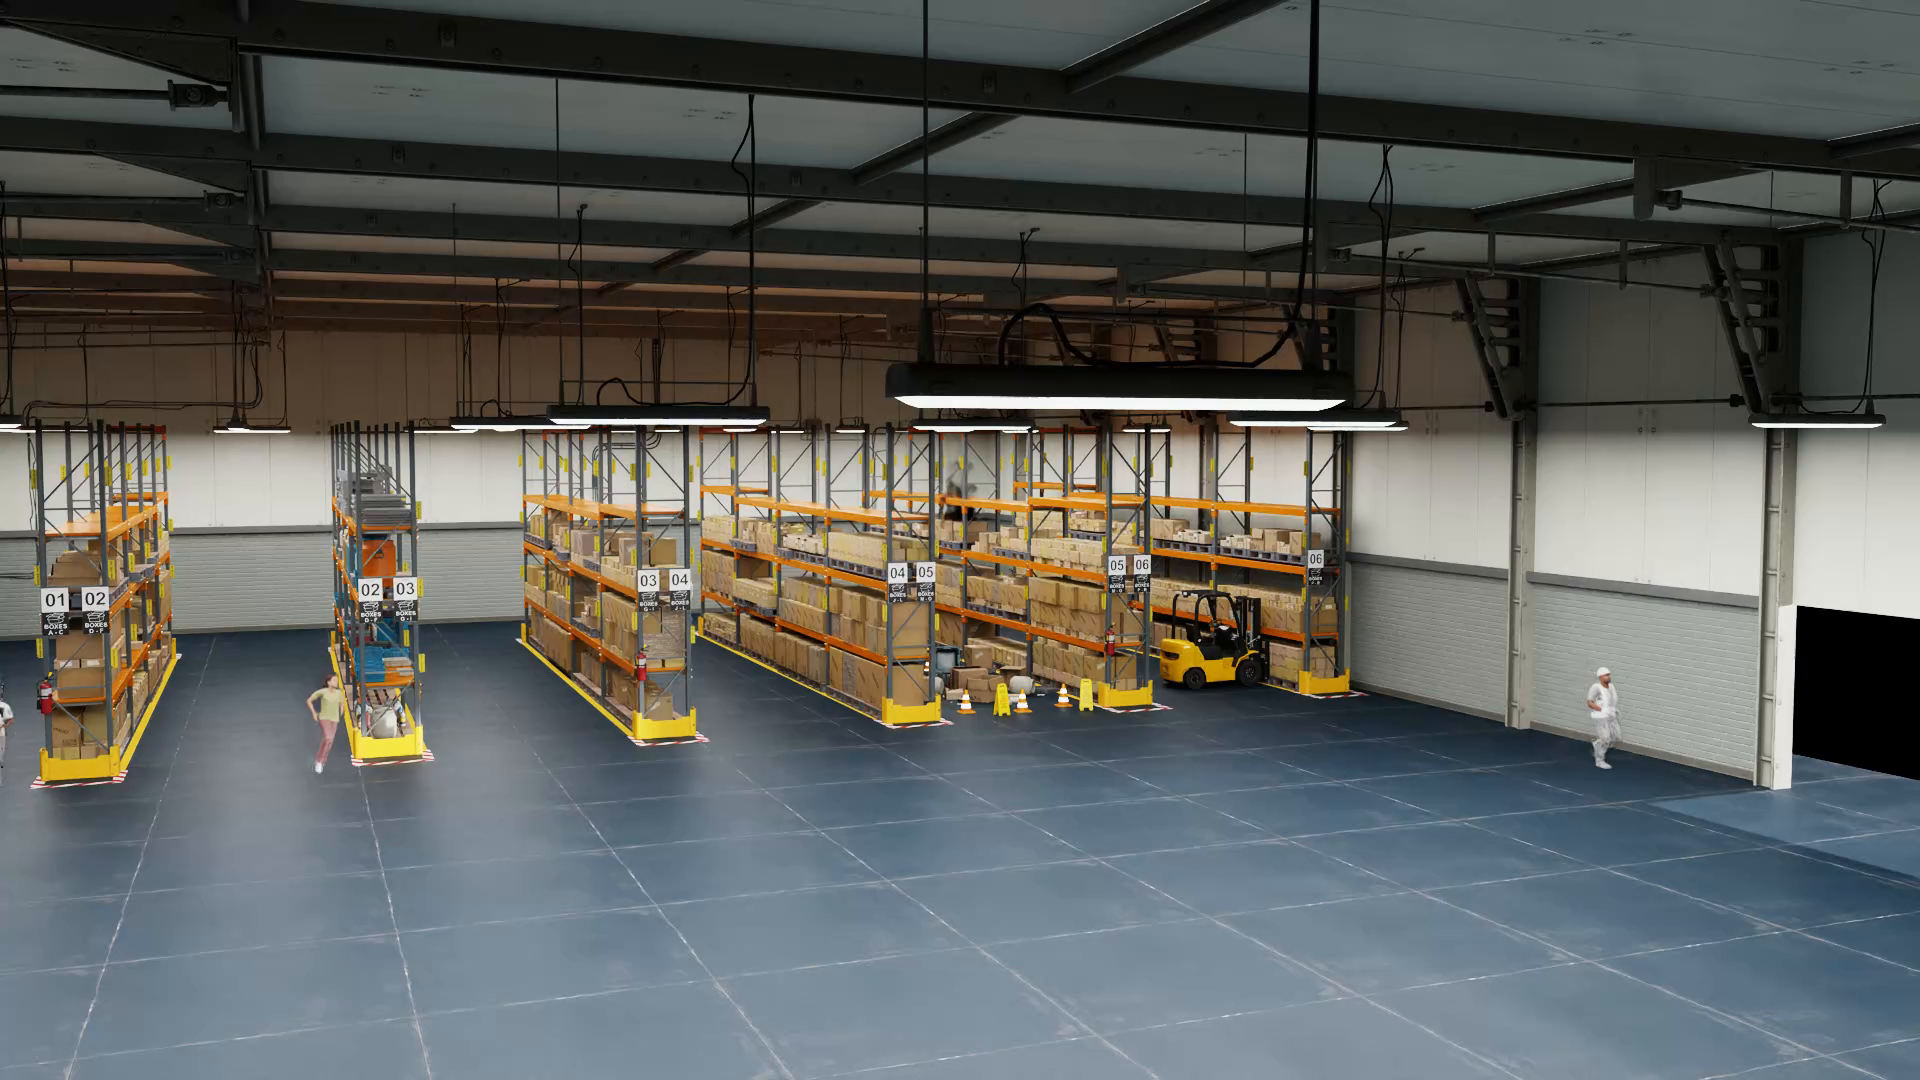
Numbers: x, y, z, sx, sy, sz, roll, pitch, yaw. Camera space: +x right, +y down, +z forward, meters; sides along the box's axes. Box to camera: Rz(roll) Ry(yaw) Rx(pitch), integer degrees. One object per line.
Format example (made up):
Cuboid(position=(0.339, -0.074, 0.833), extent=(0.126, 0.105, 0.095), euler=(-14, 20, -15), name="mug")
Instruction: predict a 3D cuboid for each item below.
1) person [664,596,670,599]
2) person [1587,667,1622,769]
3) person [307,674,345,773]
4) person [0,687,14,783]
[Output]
Cuboid(position=(-8.308, 1.956, 46.646), extent=(0.771, 1.710, 0.561), euler=(-1, 4, -9), name="person")
Cuboid(position=(11.123, 3.066, 28.699), extent=(0.685, 1.734, 0.597), euler=(-2, 4, -31), name="person")
Cuboid(position=(-10.834, 3.122, 28.539), extent=(0.612, 1.632, 0.656), euler=(3, 5, 44), name="person")
Cuboid(position=(-15.600, 3.205, 26.857), extent=(0.583, 1.701, 0.918), euler=(-3, 5, -39), name="person")
